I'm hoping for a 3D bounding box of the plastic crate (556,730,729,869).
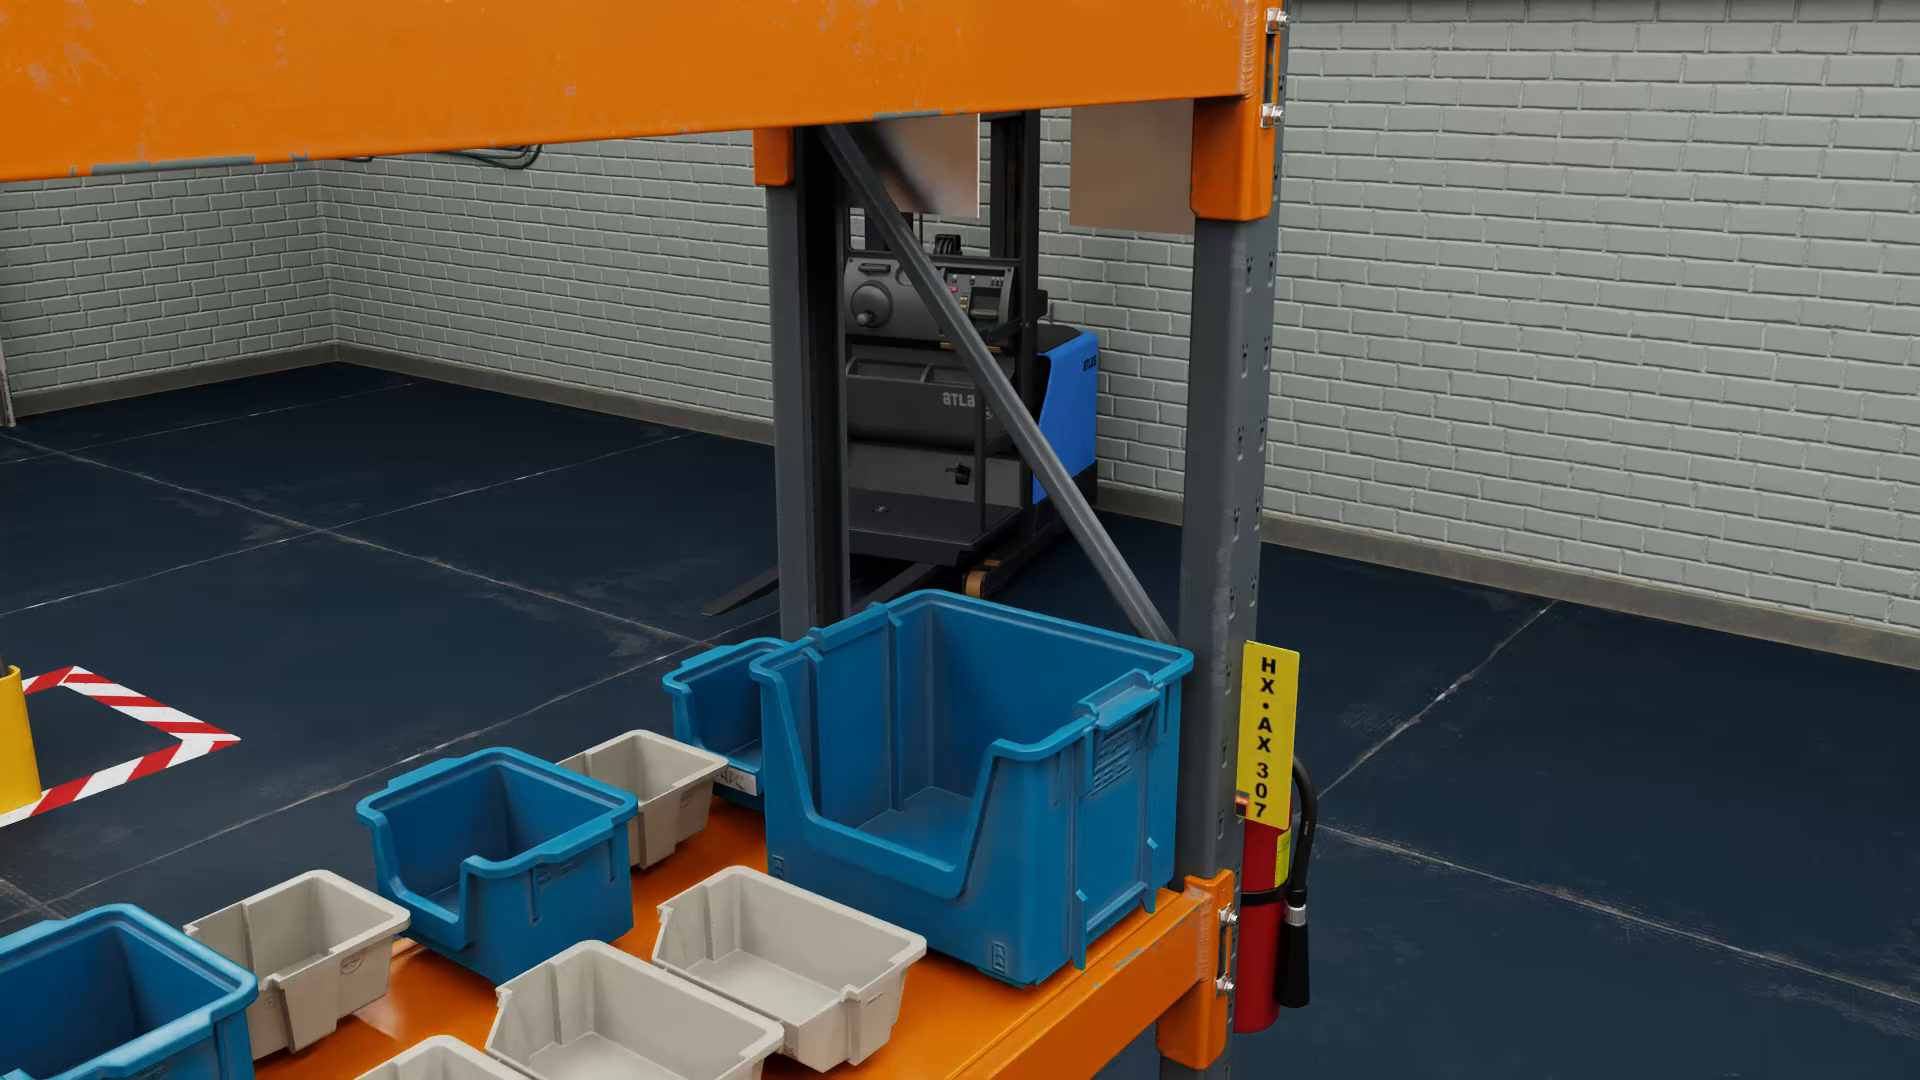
[{"bbox_3d":[-0.598,0.478,2.989,0.250,0.136,0.298,12,21,35],"label":"plastic crate"}]

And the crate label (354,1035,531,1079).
[{"bbox_3d":[-0.600,0.779,2.020,0.396,0.136,0.243,12,21,35],"label":"crate label"}]

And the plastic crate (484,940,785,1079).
[{"bbox_3d":[-0.454,0.709,2.247,0.396,0.136,0.243,12,21,35],"label":"plastic crate"}]

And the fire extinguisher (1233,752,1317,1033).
[{"bbox_3d":[0.526,0.578,3.084,0.296,0.674,0.183,12,21,35],"label":"fire extinguisher"}]

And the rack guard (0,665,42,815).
[{"bbox_3d":[-3.950,0.654,6.294,1.175,0.500,0.348,12,21,35],"label":"rack guard"}]

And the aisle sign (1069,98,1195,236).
[{"bbox_3d":[0.349,-0.888,2.663,0.394,0.787,0.004,12,21,35],"label":"aisle sign"}]

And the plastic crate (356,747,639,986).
[{"bbox_3d":[-0.733,0.527,2.669,0.416,0.233,0.300,12,21,35],"label":"plastic crate"}]

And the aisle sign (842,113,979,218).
[{"bbox_3d":[-0.125,-0.992,2.998,0.394,0.787,0.004,12,21,35],"label":"aisle sign"}]

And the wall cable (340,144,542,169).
[{"bbox_3d":[-4.229,-4.098,12.503,3.097,2.526,0.112,12,21,35],"label":"wall cable"}]

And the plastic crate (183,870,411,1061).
[{"bbox_3d":[-1.003,0.640,2.469,0.250,0.136,0.298,12,21,35],"label":"plastic crate"}]

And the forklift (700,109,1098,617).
[{"bbox_3d":[-0.251,-1.229,8.258,1.130,2.935,3.031,7,19,22],"label":"forklift"}]

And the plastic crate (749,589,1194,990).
[{"bbox_3d":[0.021,0.386,2.783,0.616,0.435,0.499,12,21,35],"label":"plastic crate"}]

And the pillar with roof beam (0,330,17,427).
[{"bbox_3d":[-3.514,-4.332,8.021,9.100,9.000,0.400,12,21,35],"label":"pillar with roof beam"}]

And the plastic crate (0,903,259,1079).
[{"bbox_3d":[-1.125,0.684,2.164,0.416,0.233,0.300,12,21,35],"label":"plastic crate"}]

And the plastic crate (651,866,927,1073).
[{"bbox_3d":[-0.270,0.642,2.462,0.396,0.136,0.243,12,21,35],"label":"plastic crate"}]

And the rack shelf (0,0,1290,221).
[{"bbox_3d":[-1.121,-0.294,1.288,1.077,0.370,4.000,12,21,35],"label":"rack shelf"}]

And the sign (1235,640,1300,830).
[{"bbox_3d":[0.522,0.334,2.835,0.100,0.325,0.005,12,21,35],"label":"sign"}]

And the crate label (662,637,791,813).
[{"bbox_3d":[-0.341,0.371,3.174,0.416,0.233,0.303,12,21,35],"label":"crate label"}]

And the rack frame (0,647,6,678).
[{"bbox_3d":[-3.905,-0.558,5.981,1.000,3.000,0.127,12,21,35],"label":"rack frame"}]

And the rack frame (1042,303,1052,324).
[{"bbox_3d":[0.444,-0.827,9.935,0.240,1.200,0.006,12,20,35],"label":"rack frame"}]

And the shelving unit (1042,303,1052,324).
[{"bbox_3d":[0.389,-0.807,9.865,0.258,1.200,0.189,12,20,35],"label":"shelving unit"}]

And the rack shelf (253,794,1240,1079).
[{"bbox_3d":[-1.121,1.139,1.732,1.077,0.370,4.000,12,21,35],"label":"rack shelf"}]
